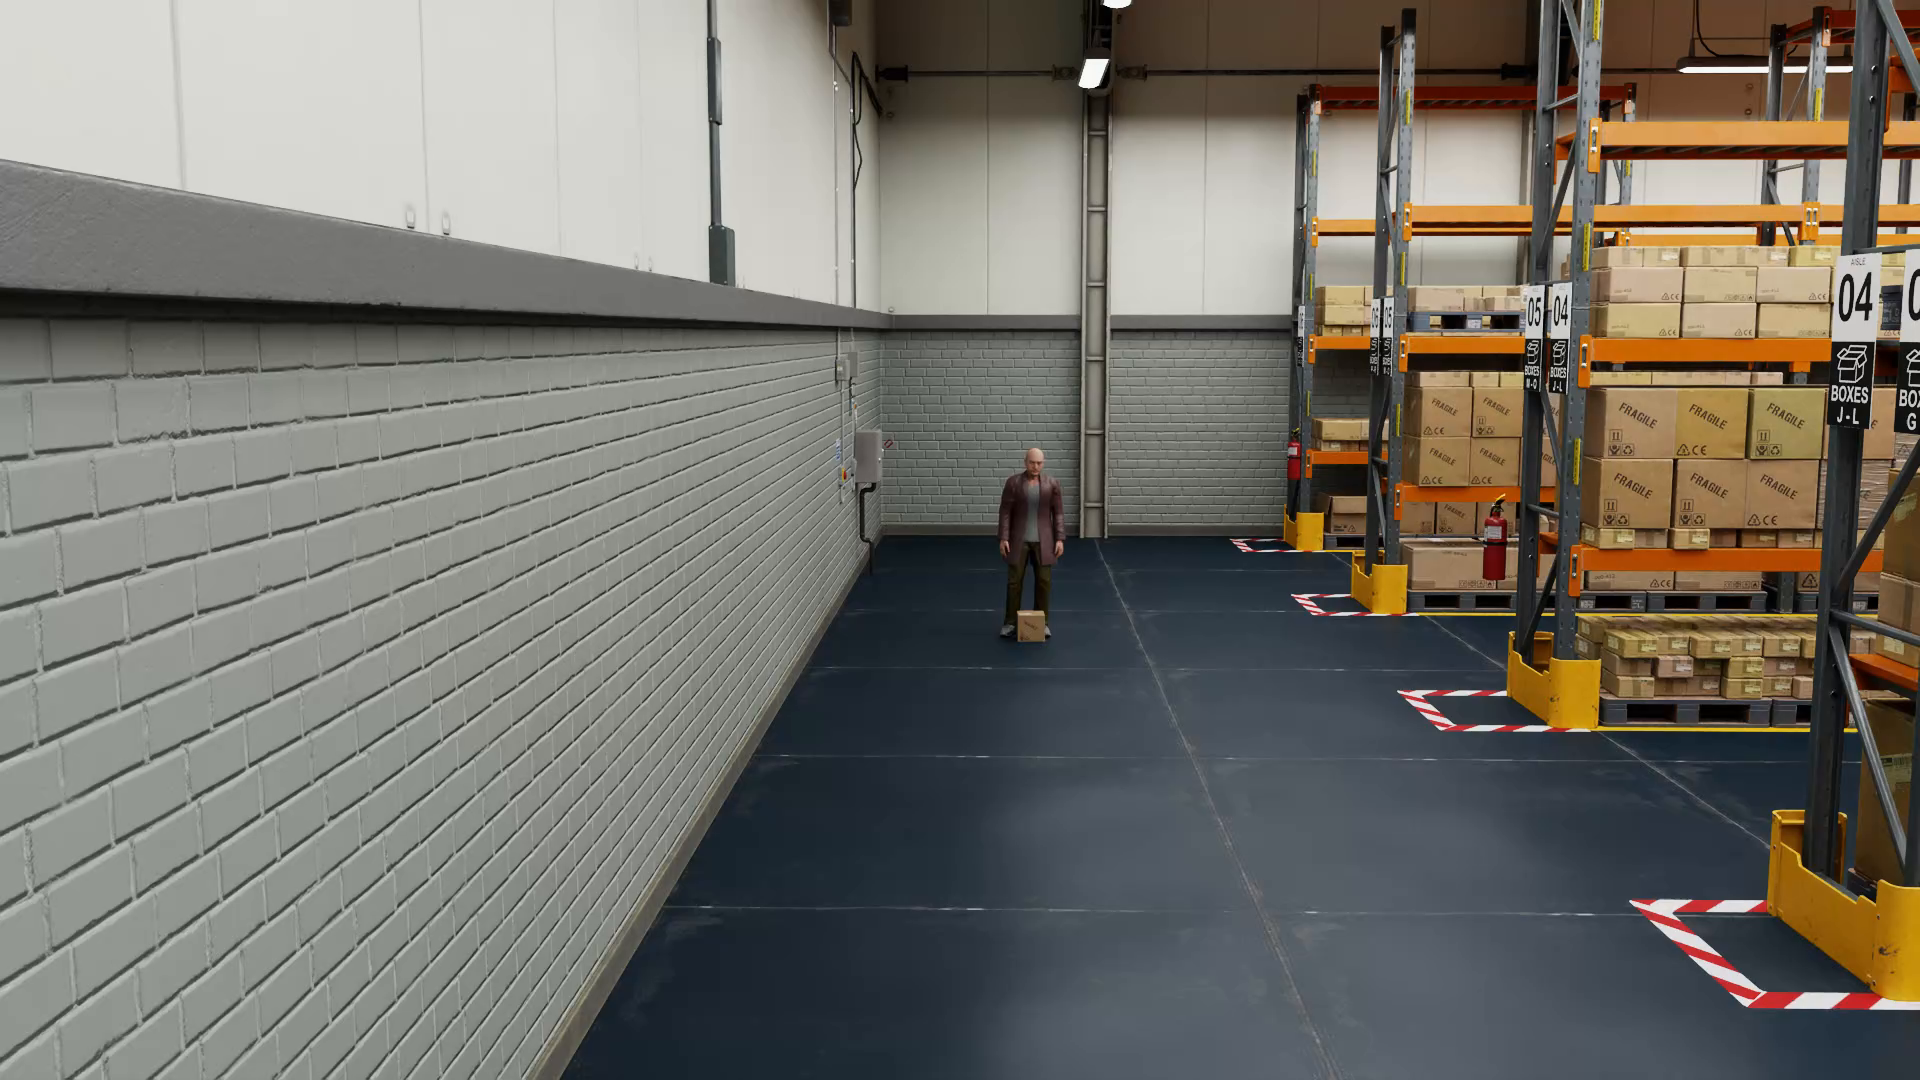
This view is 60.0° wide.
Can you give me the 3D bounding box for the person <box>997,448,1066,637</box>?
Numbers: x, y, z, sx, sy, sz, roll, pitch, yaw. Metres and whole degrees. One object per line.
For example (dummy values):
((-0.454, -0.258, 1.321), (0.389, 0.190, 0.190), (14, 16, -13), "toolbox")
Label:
((0.676, 0.018, 15.679), (0.653, 1.773, 0.424), (0, 7, -2), "person")
